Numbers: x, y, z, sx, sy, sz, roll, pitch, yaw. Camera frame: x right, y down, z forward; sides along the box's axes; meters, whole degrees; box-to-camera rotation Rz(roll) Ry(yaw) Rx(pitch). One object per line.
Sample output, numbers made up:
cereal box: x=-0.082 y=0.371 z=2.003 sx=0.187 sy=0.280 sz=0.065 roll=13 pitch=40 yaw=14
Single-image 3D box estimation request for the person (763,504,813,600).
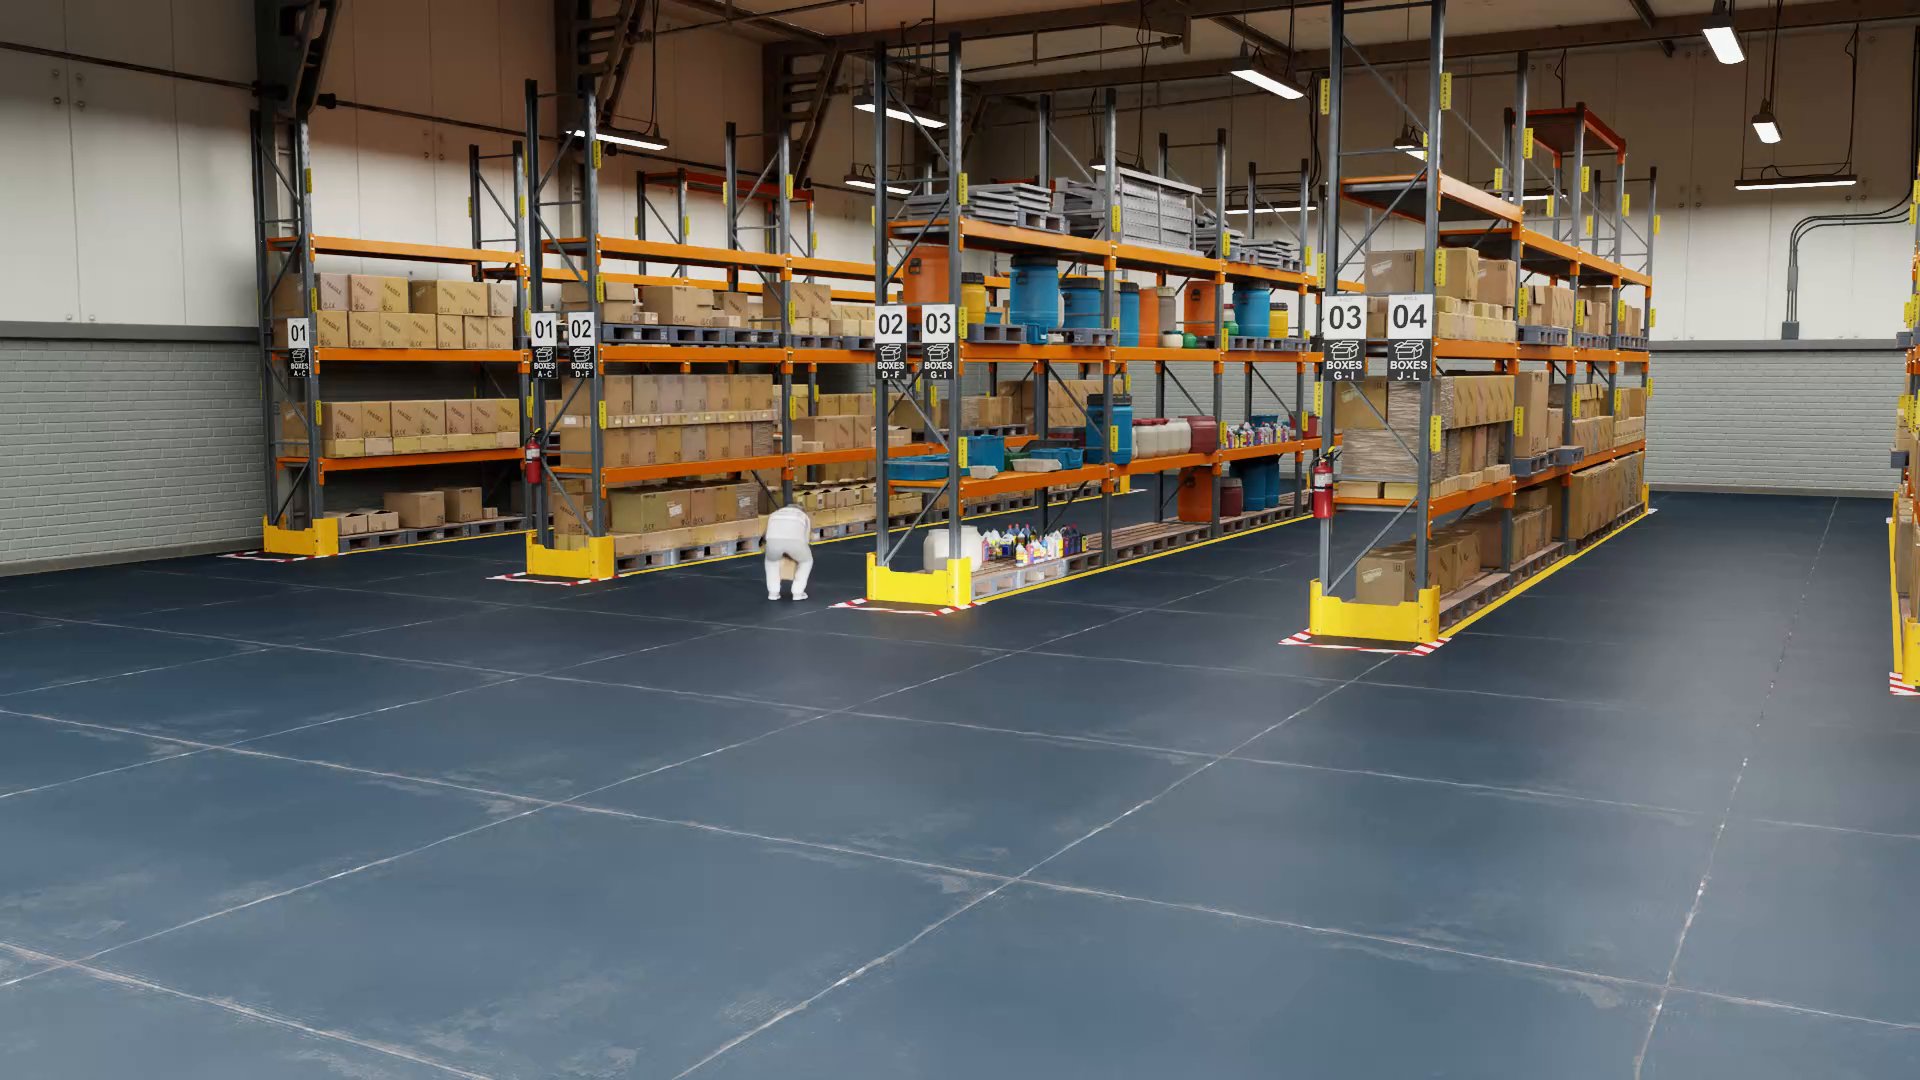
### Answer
person: x=-1.897 y=0.134 z=18.452 sx=0.544 sy=1.007 sz=1.026 roll=0 pitch=6 yaw=3
